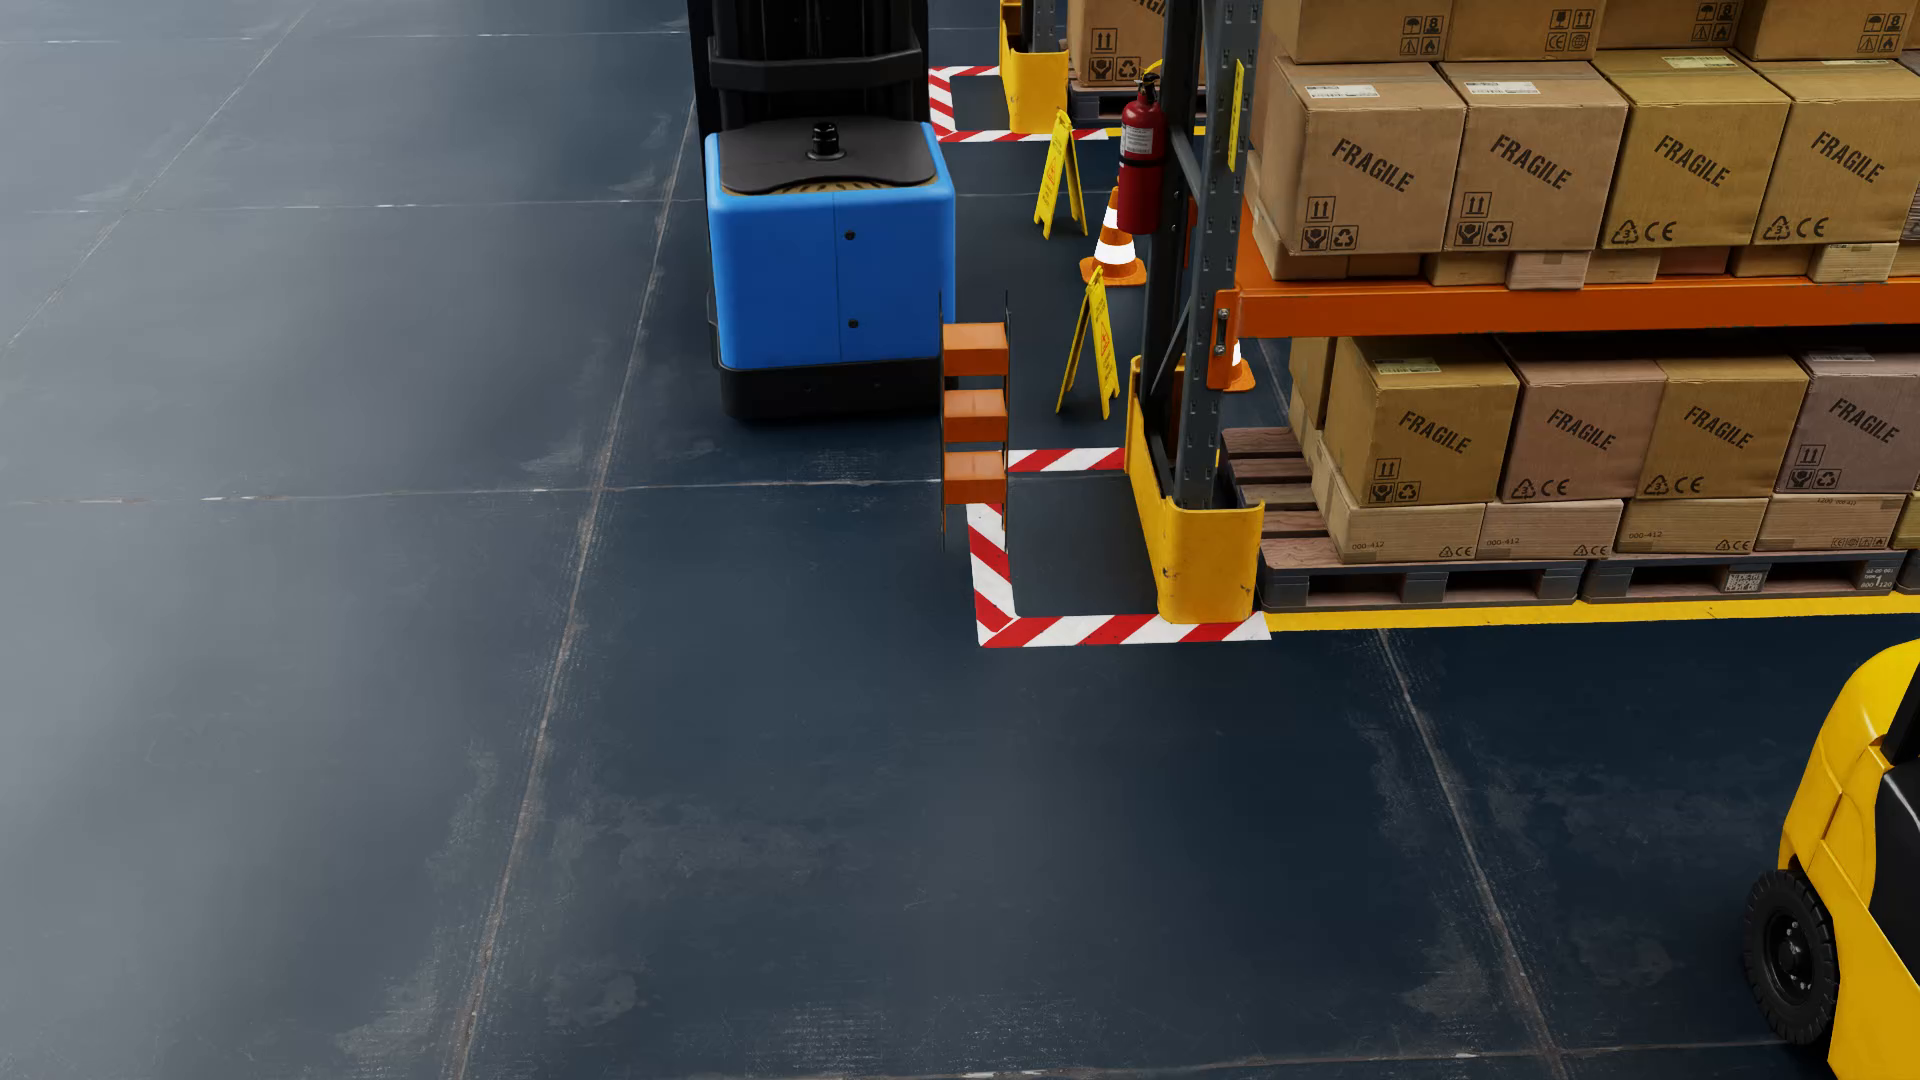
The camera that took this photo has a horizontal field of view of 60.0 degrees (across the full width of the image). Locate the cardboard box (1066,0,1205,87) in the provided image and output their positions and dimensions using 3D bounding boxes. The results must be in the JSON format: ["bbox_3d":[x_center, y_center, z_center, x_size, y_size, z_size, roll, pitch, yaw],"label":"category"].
[{"bbox_3d":[1.158,-3.420,10.424,0.875,0.875,0.875,-1,35,-2],"label":"cardboard box"}]

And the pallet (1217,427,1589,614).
[{"bbox_3d":[1.708,-0.111,6.596,1.213,0.211,1.003,-2,35,-2],"label":"pallet"}]

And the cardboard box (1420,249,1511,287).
[{"bbox_3d":[1.689,-1.018,5.677,0.250,0.149,0.380,-3,35,-4],"label":"cardboard box"}]

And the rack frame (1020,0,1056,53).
[{"bbox_3d":[0.484,-4.065,9.858,0.127,3.000,1.000,-2,35,-2],"label":"rack frame"}]

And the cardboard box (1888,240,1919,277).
[{"bbox_3d":[3.236,-1.057,5.733,0.250,0.149,0.380,-2,35,-3],"label":"cardboard box"}]

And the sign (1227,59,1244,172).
[{"bbox_3d":[0.845,-1.301,5.105,0.005,0.325,0.100,-2,35,-2],"label":"sign"}]

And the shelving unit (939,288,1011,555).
[{"bbox_3d":[0.053,-0.433,6.324,0.252,1.050,0.215,-2,35,-2],"label":"shelving unit"}]

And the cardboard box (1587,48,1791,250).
[{"bbox_3d":[2.332,-1.302,5.518,0.500,0.500,0.500,-2,35,-3],"label":"cardboard box"}]

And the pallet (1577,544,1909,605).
[{"bbox_3d":[2.924,-0.142,6.641,1.213,0.211,1.003,-2,35,-2],"label":"pallet"}]

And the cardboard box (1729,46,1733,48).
[{"bbox_3d":[2.856,-1.614,5.968,0.500,0.500,0.500,-1,35,-2],"label":"cardboard box"}]

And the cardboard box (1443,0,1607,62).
[{"bbox_3d":[1.825,-1.975,5.612,0.500,0.500,0.700,-1,35,-2],"label":"cardboard box"}]

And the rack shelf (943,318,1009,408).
[{"bbox_3d":[0.053,-0.658,6.169,0.240,0.259,0.215,-2,35,-2],"label":"rack shelf"}]

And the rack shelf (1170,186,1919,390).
[{"bbox_3d":[2.817,-1.012,6.079,4.000,0.370,1.077,-2,35,-2],"label":"rack shelf"}]

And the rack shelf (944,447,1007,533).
[{"bbox_3d":[0.053,-0.196,6.488,0.240,0.259,0.215,-2,35,-2],"label":"rack shelf"}]

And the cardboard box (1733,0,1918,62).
[{"bbox_3d":[2.834,-1.982,5.621,0.500,0.500,0.700,-2,35,-3],"label":"cardboard box"}]

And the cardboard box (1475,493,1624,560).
[{"bbox_3d":[2.148,-0.170,6.278,0.500,0.250,0.500,0,35,-1],"label":"cardboard box"}]

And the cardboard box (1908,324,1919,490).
[{"bbox_3d":[3.729,-0.529,6.137,0.500,0.500,0.500,-1,35,-1],"label":"cardboard box"}]

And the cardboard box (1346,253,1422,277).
[{"bbox_3d":[1.420,-1.057,5.733,0.250,0.149,0.380,-1,35,-2],"label":"cardboard box"}]

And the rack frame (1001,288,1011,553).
[{"bbox_3d":[0.175,-0.436,6.329,0.008,1.050,0.200,-2,35,-2],"label":"rack frame"}]

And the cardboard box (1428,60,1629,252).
[{"bbox_3d":[1.823,-1.288,5.497,0.500,0.500,0.500,-1,35,-1],"label":"cardboard box"}]

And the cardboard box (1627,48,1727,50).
[{"bbox_3d":[2.349,-1.611,5.963,0.500,0.500,0.500,-2,35,-2],"label":"cardboard box"}]

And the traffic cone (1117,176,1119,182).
[{"bbox_3d":[1.082,-2.229,9.435,0.334,0.463,0.336,-2,35,-2],"label":"traffic cone"}]

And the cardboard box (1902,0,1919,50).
[{"bbox_3d":[3.351,-2.048,5.716,0.500,0.500,0.700,-2,35,-3],"label":"cardboard box"}]

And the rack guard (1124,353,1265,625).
[{"bbox_3d":[0.895,-0.228,6.511,0.348,0.500,1.175,-2,35,-2],"label":"rack guard"}]

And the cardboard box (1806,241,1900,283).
[{"bbox_3d":[2.981,-1.030,5.694,0.250,0.149,0.380,-1,35,-2],"label":"cardboard box"}]

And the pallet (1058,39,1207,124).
[{"bbox_3d":[1.279,-2.984,10.747,1.213,0.211,1.003,-2,35,-2],"label":"pallet"}]

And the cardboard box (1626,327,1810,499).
[{"bbox_3d":[2.685,-0.495,6.089,0.500,0.500,0.500,-1,35,-1],"label":"cardboard box"}]

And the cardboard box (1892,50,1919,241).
[{"bbox_3d":[3.351,-1.337,5.568,0.500,0.500,0.500,-1,35,-1],"label":"cardboard box"}]

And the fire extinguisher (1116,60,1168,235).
[{"bbox_3d":[0.683,-1.481,6.193,0.183,0.674,0.296,-2,35,-2],"label":"fire extinguisher"}]

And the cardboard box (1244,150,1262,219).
[{"bbox_3d":[1.183,-1.282,6.058,0.250,0.149,0.380,0,35,-1],"label":"cardboard box"}]

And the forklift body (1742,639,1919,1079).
[{"bbox_3d":[2.866,0.829,3.534,1.214,2.155,2.313,-2,35,-2],"label":"forklift body"}]

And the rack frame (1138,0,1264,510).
[{"bbox_3d":[0.819,-1.254,5.797,0.127,3.000,1.000,-2,35,-2],"label":"rack frame"}]

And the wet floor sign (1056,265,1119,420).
[{"bbox_3d":[0.579,-0.889,7.338,0.232,0.644,0.267,10,36,14],"label":"wet floor sign"}]

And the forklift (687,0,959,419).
[{"bbox_3d":[-0.724,-2.560,7.745,1.130,2.935,3.031,-5,35,-7],"label":"forklift"}]

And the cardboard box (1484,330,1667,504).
[{"bbox_3d":[2.184,-0.486,6.076,0.500,0.500,0.500,-3,35,-4],"label":"cardboard box"}]

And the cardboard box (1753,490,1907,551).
[{"bbox_3d":[3.197,-0.204,6.327,0.500,0.250,0.500,-1,35,-1],"label":"cardboard box"}]

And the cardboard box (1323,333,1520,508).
[{"bbox_3d":[1.662,-0.470,6.052,0.500,0.500,0.500,-3,35,-4],"label":"cardboard box"}]

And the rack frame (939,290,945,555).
[{"bbox_3d":[-0.069,-0.430,6.320,0.008,1.050,0.200,-2,35,-2],"label":"rack frame"}]

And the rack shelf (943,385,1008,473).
[{"bbox_3d":[0.053,-0.424,6.330,0.240,0.259,0.215,-2,35,-2],"label":"rack shelf"}]

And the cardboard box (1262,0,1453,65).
[{"bbox_3d":[1.319,-1.966,5.598,0.500,0.500,0.700,-2,35,-3],"label":"cardboard box"}]

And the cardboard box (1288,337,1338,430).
[{"bbox_3d":[1.607,-0.774,6.492,0.500,0.500,0.500,-1,35,-2],"label":"cardboard box"}]

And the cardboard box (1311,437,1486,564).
[{"bbox_3d":[1.638,-0.160,6.264,0.500,0.250,0.500,-2,35,-3],"label":"cardboard box"}]

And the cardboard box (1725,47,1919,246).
[{"bbox_3d":[2.839,-1.321,5.544,0.500,0.500,0.500,-2,35,-3],"label":"cardboard box"}]

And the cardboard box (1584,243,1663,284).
[{"bbox_3d":[2.201,-1.025,5.686,0.250,0.149,0.380,-1,35,-1],"label":"cardboard box"}]

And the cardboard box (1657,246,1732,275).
[{"bbox_3d":[2.462,-1.066,5.746,0.250,0.149,0.380,0,35,-1],"label":"cardboard box"}]

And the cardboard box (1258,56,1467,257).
[{"bbox_3d":[1.305,-1.272,5.474,0.500,0.500,0.500,-2,35,-3],"label":"cardboard box"}]

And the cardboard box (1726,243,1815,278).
[{"bbox_3d":[2.727,-1.056,5.732,0.250,0.149,0.380,-2,35,-3],"label":"cardboard box"}]

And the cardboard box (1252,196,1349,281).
[{"bbox_3d":[1.168,-1.042,5.711,0.250,0.149,0.380,-1,35,-2],"label":"cardboard box"}]

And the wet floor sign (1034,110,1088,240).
[{"bbox_3d":[0.549,-1.970,8.901,0.232,0.644,0.267,-7,35,-10],"label":"wet floor sign"}]

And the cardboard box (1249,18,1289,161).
[{"bbox_3d":[1.348,-1.588,5.931,0.500,0.500,0.500,-2,35,-3],"label":"cardboard box"}]

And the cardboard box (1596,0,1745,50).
[{"bbox_3d":[2.330,-2.048,5.716,0.500,0.500,0.700,-2,35,-3],"label":"cardboard box"}]

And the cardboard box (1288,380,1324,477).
[{"bbox_3d":[1.638,-0.471,6.713,0.500,0.250,0.500,-2,35,-2],"label":"cardboard box"}]

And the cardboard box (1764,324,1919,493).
[{"bbox_3d":[3.219,-0.514,6.116,0.500,0.500,0.500,0,35,0],"label":"cardboard box"}]

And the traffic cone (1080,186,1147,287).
[{"bbox_3d":[0.796,-1.577,8.493,0.334,0.463,0.336,-2,35,-2],"label":"traffic cone"}]

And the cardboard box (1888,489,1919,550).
[{"bbox_3d":[3.705,-0.215,6.343,0.500,0.250,0.500,-2,35,-3],"label":"cardboard box"}]

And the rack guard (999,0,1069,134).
[{"bbox_3d":[0.460,-3.036,10.569,0.348,0.500,1.175,-2,35,-2],"label":"rack guard"}]

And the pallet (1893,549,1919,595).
[{"bbox_3d":[4.146,-0.177,6.691,1.213,0.211,1.003,-2,35,-2],"label":"pallet"}]

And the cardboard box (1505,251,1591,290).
[{"bbox_3d":[1.944,-0.999,5.649,0.250,0.149,0.380,-1,35,-1],"label":"cardboard box"}]

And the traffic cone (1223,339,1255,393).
[{"bbox_3d":[1.188,-0.955,7.595,0.334,0.463,0.336,-2,35,-2],"label":"traffic cone"}]

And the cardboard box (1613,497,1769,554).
[{"bbox_3d":[2.693,-0.192,6.309,0.500,0.250,0.500,1,35,1],"label":"cardboard box"}]
